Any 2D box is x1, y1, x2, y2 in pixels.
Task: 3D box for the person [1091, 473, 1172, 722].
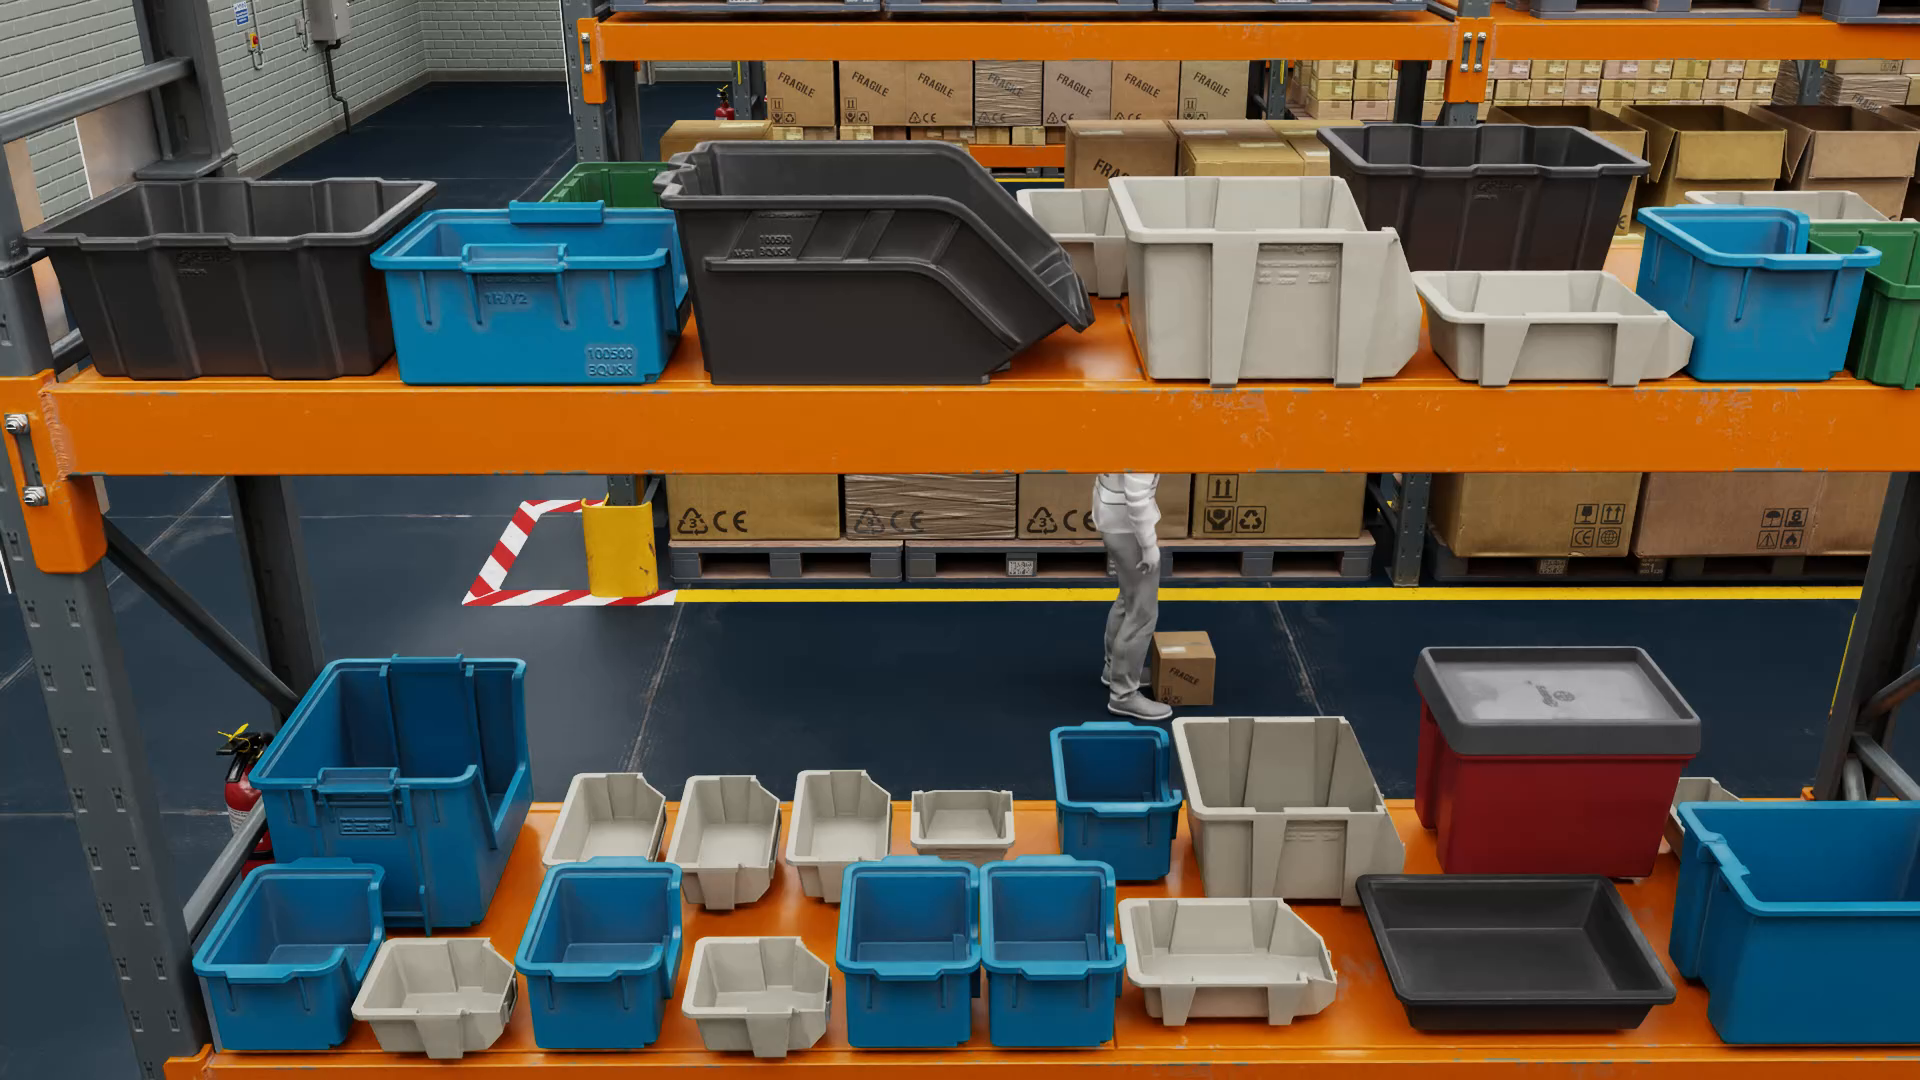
[{"bbox_3d":[0.762,-0.057,7.225,0.373,1.662,0.524,-1,24,-3],"label":"person"}]
